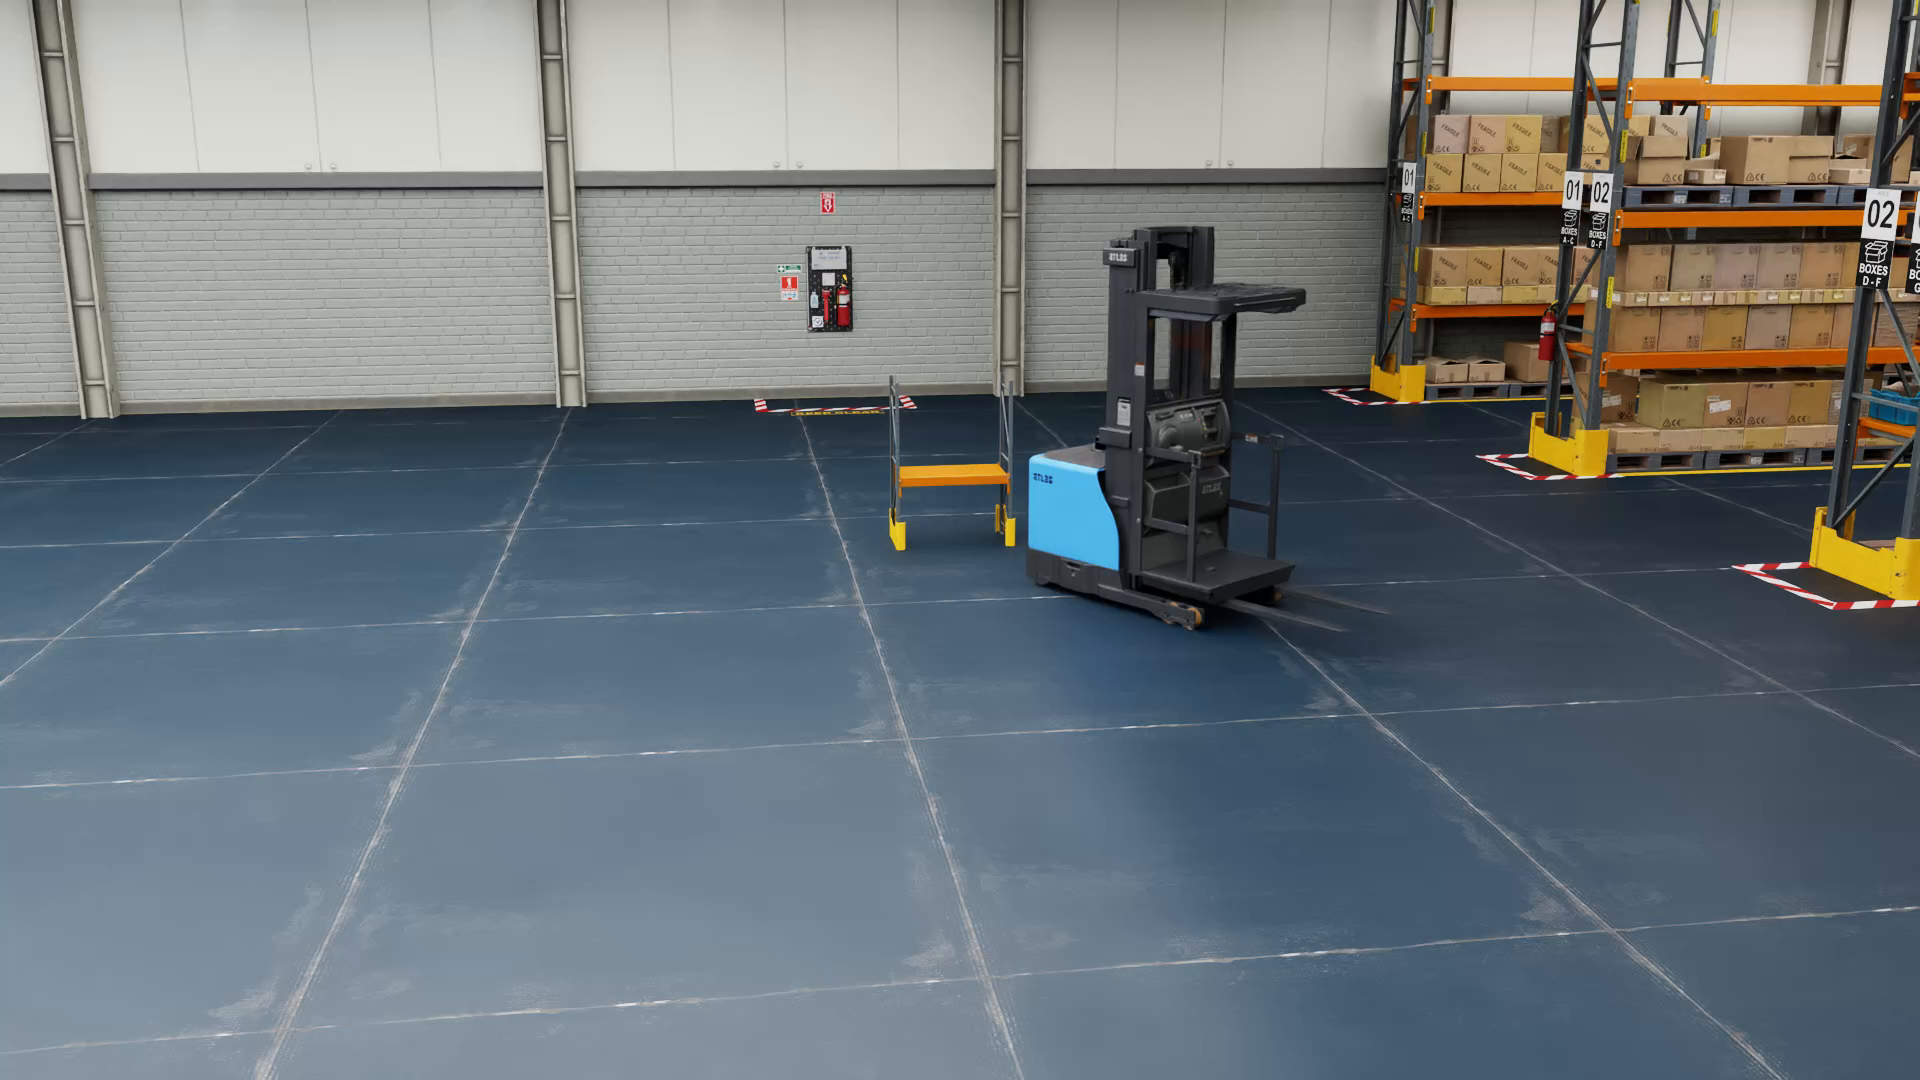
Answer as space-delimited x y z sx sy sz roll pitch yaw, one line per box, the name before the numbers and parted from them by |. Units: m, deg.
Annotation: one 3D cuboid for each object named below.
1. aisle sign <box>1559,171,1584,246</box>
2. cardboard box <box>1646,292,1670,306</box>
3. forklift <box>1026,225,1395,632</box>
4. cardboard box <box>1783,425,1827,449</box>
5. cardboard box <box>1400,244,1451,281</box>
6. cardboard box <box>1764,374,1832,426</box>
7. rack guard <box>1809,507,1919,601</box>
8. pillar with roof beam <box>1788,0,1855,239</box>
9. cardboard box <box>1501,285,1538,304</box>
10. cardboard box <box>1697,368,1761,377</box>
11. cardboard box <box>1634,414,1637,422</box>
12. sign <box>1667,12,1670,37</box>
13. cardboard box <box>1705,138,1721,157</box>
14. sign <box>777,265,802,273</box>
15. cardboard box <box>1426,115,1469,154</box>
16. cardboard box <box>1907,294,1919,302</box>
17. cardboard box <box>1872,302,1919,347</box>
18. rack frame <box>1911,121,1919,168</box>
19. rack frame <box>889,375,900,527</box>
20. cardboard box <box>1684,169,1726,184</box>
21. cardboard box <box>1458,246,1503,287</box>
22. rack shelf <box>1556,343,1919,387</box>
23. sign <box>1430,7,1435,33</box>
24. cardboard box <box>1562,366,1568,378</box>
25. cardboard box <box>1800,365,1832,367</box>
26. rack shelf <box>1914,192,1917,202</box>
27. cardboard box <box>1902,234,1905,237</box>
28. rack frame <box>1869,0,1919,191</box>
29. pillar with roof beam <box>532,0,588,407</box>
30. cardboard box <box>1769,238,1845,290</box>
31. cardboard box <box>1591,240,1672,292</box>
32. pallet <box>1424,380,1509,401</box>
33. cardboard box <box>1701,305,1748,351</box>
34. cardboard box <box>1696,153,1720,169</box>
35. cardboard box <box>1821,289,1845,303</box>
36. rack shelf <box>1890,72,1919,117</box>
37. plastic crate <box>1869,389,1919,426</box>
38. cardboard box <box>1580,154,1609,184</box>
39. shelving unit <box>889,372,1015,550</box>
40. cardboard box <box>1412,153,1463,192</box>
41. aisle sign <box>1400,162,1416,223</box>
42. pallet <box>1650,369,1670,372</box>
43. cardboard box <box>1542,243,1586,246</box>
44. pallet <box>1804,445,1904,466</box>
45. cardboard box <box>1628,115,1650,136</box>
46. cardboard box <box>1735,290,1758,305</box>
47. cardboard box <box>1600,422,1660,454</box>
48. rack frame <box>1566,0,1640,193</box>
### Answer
aisle sign | 6.683 -3.621 18.178 0.004 0.787 0.394 -2 14 -8
cardboard box | 7.473 -2.628 18.022 0.250 0.149 0.380 -2 14 -10
forklift | 1.920 -0.886 12.757 1.130 2.935 3.031 -13 19 -41
cardboard box | 9.333 -1.200 18.658 0.500 0.250 0.500 -2 14 -8
cardboard box | 6.485 -3.852 23.169 0.500 0.500 0.500 -2 14 -9
cardboard box | 9.332 -1.567 18.579 0.500 0.500 0.500 -2 14 -8
rack guard | 7.595 0.098 13.831 0.348 0.500 1.175 -2 14 -8
pillar with roof beam | 13.188 -5.808 19.912 0.400 9.000 9.100 -2 14 -8
cardboard box | 7.596 -3.401 22.911 0.500 0.250 0.500 -2 14 -9
cardboard box | 8.759 -1.674 19.007 0.500 0.500 0.500 -2 14 -8
cardboard box | 7.771 -1.273 18.950 0.500 0.250 0.500 -2 14 -8
sign | 9.917 -7.201 23.220 0.005 0.325 0.100 -2 14 -8
cardboard box | 10.558 -5.336 23.125 0.500 0.500 0.500 0 14 0
sign | -2.325 -3.696 22.658 0.331 0.109 0.001 -2 14 -8
cardboard box | 6.468 -5.437 22.294 0.500 0.500 0.500 -3 14 -12
cardboard box | 10.511 -2.738 18.464 0.250 0.149 0.380 -2 14 -8
cardboard box | 10.310 -2.468 18.718 0.500 0.500 0.700 -2 14 -10
rack frame | 13.961 -6.683 23.399 0.127 3.000 1.000 -2 14 -8
rack frame | -0.587 -0.706 14.982 0.032 1.500 0.500 -2 14 -8
cardboard box | 7.982 -3.897 17.820 0.250 0.149 0.380 -2 14 -8
cardboard box | 7.058 -3.744 22.740 0.500 0.500 0.500 -2 14 -8
rack shelf | 8.770 -2.015 18.598 4.000 0.370 1.077 -2 14 -8
sign | 6.131 -6.754 21.599 0.005 0.325 0.100 -2 14 -8
cardboard box | 8.421 -2.406 23.632 0.250 0.149 0.380 -3 14 -13
cardboard box | 12.243 -2.720 24.163 0.500 0.500 0.700 -2 14 -9
rack shelf | 11.984 -4.807 23.562 4.000 0.370 1.077 -2 14 -8
cardboard box | 13.309 -4.315 23.845 0.250 0.149 0.380 -5 15 -18
rack frame | 7.526 -4.010 12.741 0.127 3.000 1.000 -2 14 -8
pillar with roof beam | -4.611 -5.156 17.311 0.400 9.000 9.100 -2 14 -8
cardboard box | 9.315 -3.060 18.414 0.500 0.500 0.700 -2 14 -8
cardboard box | 7.308 -2.985 18.115 0.500 0.500 0.700 -2 14 -8
pallet | 6.934 -2.154 23.406 1.213 0.211 1.003 -2 14 -8
cardboard box | 8.266 -2.391 18.412 0.500 0.500 0.700 -2 14 -8
cardboard box | 8.441 -4.100 18.300 0.500 0.311 0.500 0 14 -2
cardboard box | 9.504 -2.702 18.319 0.250 0.149 0.380 -2 14 -9
rack shelf | 9.504 -3.540 13.166 4.000 0.370 1.077 -2 14 -8
plastic crate | 7.977 -1.118 13.848 0.616 0.251 0.499 -2 14 -8
cardboard box | 8.499 -5.019 22.684 0.500 0.500 0.500 -3 14 -11
shelving unit | -0.075 -0.725 15.057 1.083 1.500 0.587 -2 14 -8
cardboard box | 6.418 -4.948 22.402 0.500 0.500 0.500 -2 14 -7
aisle sign | 6.024 -4.669 22.358 0.004 0.787 0.394 -2 14 -8
pallet | 10.775 -2.304 24.004 1.213 0.211 1.003 -2 14 -8
cardboard box | 8.504 -3.927 23.470 0.500 0.500 0.500 -2 14 -7
pallet | 9.955 -1.066 19.064 1.213 0.211 1.003 -2 14 -8
cardboard box | 9.007 -5.520 22.627 0.500 0.500 0.500 -1 14 -5
cardboard box | 8.485 -2.665 18.169 0.250 0.149 0.380 -2 14 -9
cardboard box | 7.356 -1.128 18.370 0.500 0.250 0.500 -2 14 -8
rack frame | 6.792 -5.202 17.492 0.127 3.000 1.000 -2 14 -8
